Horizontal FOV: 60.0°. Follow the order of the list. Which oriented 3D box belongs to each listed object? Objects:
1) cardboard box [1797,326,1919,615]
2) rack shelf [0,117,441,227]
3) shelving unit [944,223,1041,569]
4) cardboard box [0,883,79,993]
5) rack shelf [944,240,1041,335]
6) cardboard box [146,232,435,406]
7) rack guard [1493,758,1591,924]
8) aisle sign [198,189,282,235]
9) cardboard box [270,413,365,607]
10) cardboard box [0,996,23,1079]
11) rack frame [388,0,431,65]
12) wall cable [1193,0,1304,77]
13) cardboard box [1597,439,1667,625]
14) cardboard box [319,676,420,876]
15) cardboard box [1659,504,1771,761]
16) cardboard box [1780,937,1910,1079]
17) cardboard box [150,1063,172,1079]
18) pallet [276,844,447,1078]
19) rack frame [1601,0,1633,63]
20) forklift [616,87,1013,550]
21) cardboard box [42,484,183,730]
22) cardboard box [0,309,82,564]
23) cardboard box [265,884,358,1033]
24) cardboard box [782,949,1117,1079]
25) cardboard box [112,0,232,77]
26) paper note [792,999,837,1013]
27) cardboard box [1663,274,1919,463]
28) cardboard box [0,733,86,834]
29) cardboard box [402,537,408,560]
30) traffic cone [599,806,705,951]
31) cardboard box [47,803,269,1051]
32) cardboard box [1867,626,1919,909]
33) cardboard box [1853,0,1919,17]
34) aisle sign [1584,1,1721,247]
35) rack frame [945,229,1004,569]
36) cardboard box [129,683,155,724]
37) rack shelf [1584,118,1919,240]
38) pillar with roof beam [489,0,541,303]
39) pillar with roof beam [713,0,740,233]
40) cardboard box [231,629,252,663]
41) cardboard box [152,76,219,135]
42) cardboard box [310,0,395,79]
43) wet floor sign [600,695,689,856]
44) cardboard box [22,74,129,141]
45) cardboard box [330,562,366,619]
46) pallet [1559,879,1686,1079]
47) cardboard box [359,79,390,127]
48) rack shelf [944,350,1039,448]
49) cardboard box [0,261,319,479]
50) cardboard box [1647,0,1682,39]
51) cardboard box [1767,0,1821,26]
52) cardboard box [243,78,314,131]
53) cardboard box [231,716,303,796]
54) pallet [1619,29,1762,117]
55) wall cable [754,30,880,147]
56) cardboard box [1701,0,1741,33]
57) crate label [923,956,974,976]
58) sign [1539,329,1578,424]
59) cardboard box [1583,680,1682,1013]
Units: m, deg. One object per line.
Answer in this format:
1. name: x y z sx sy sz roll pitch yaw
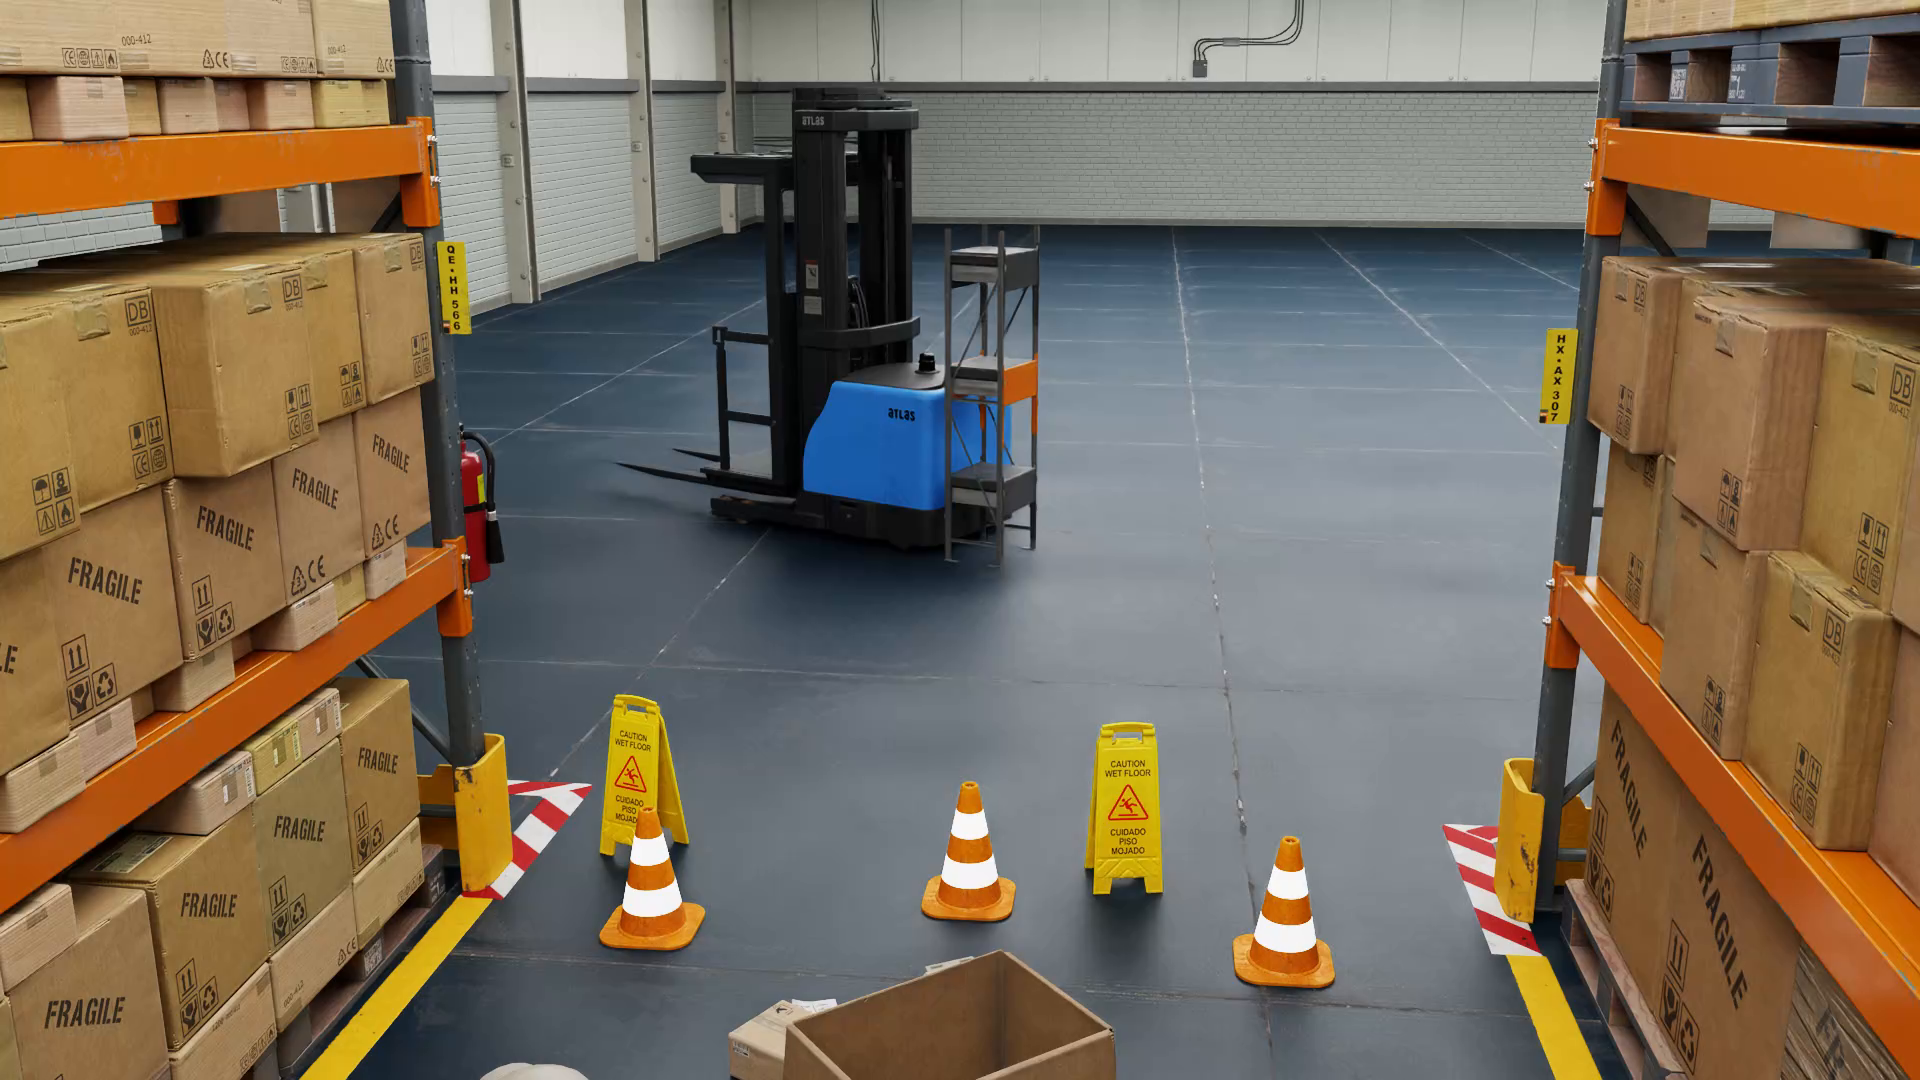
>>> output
1. cardboard box: 2.409 -0.153 3.627 0.875 0.550 0.500 2 15 6
2. rack shelf: -2.567 -0.784 3.947 1.077 0.370 4.000 2 15 6
3. shelving unit: 0.202 -0.911 10.509 0.431 2.100 0.503 8 17 27
4. cardboard box: -2.300 0.906 3.850 0.380 0.149 0.250 3 15 9
5. rack shelf: 0.202 -1.574 10.330 0.431 0.518 0.480 8 17 27
6. cardboard box: -2.182 -0.738 5.467 0.700 0.500 0.500 1 15 5
7. rack guard: 2.592 1.118 6.071 1.175 0.500 0.348 2 15 6
8. aisle sign: -2.642 -1.482 5.917 0.394 0.787 0.004 2 15 6
9. cardboard box: -2.189 -0.115 5.081 0.500 0.500 0.500 2 15 6
10. cardboard box: -2.409 1.314 3.584 0.500 0.500 0.500 2 15 9
11. rack frame: -2.341 -3.098 5.380 1.000 3.000 0.127 2 15 6
12. wall cable: 6.215 -12.953 35.311 2.305 6.003 0.169 2 15 6
13. cardboard box: 2.592 -0.057 5.341 0.875 0.550 0.550 2 15 6
14. cardboard box: -2.172 0.776 5.573 0.500 0.500 0.500 2 15 7
15. cardboard box: 2.364 0.227 4.287 0.875 0.550 0.550 2 15 6
16. cardboard box: 2.376 1.383 3.568 0.875 0.875 0.875 2 15 7
17. cardboard box: -2.351 1.538 4.190 0.500 0.250 0.500 1 15 6
18. pallet: -2.476 1.373 5.679 1.003 0.211 1.213 2 15 6
19. rack frame: 2.589 -2.979 4.938 1.000 3.000 0.127 2 15 6
20. forklift: -1.139 -1.626 11.561 3.031 2.935 1.130 10 18 33
21. cardboard box: -2.325 0.145 4.118 0.500 0.500 0.500 2 15 7
22. cardboard box: -2.364 -0.208 3.509 0.700 0.500 0.500 1 15 5
23. cardboard box: -2.231 1.274 5.167 0.500 0.250 0.500 2 15 6
24. cardboard box: -0.024 1.533 4.529 0.797 0.503 0.637 -10 18 -32
25. cardboard box: -2.243 -1.316 4.252 0.500 0.250 0.500 2 15 8
26. paper note: -0.470 1.535 5.427 0.148 0.019 0.142 -4 16 -13
27. cardboard box: 2.538 -0.436 4.671 0.875 0.550 0.550 2 15 6
28. cardboard box: -2.284 0.553 3.853 0.380 0.149 0.250 2 15 7
29. cardboard box: -2.171 0.022 5.814 0.380 0.149 0.250 2 15 8
30. traffic cone: -1.108 1.172 5.942 0.336 0.463 0.334 2 15 6
31. cardboard box: -2.292 1.042 4.589 0.500 0.500 0.500 1 15 5
32. cardboard box: 2.385 0.506 3.255 0.875 0.550 0.550 2 15 6
33. cardboard box: 2.032 -1.123 3.306 0.380 0.149 0.250 2 15 6
34. aisle sign: 2.299 -1.365 5.483 0.394 0.787 0.004 2 15 6
35. rack frame: 0.086 -0.855 10.302 0.400 2.100 0.015 8 17 27
36. cardboard box: -2.362 0.418 4.350 0.380 0.149 0.250 2 15 6
37. rack shelf: 2.363 -0.665 3.505 1.077 0.370 4.000 2 15 6
38. pillar with roof beam: -1.939 -7.631 22.144 9.100 9.000 0.400 2 15 6
39. pillar with roof beam: -0.585 -10.743 33.654 9.100 9.000 0.400 2 15 6
40. cardboard box: -2.307 0.287 4.835 0.380 0.149 0.250 2 15 7
41. cardboard box: -2.238 -1.165 4.459 0.380 0.149 0.250 2 15 6
42. cardboard box: -2.131 -1.581 5.232 0.500 0.250 0.500 2 15 6
43. wet floor sign: -1.256 0.917 6.536 0.267 0.644 0.232 7 17 25
44. cardboard box: -2.232 -1.029 3.954 0.380 0.149 0.250 2 15 6
45. cardboard box: -2.139 0.157 5.316 0.380 0.149 0.250 1 15 5
46. pallet: 2.576 1.473 5.310 1.003 0.211 1.213 2 15 6
47. cardboard box: -2.103 -1.428 5.432 0.380 0.149 0.250 2 15 7
48. rack shelf: 0.202 -0.898 10.513 0.431 0.518 0.480 8 17 27
49. cardboard box: -2.202 -0.471 4.482 0.700 0.500 0.500 2 15 6
50. cardboard box: 2.204 -1.515 4.756 0.380 0.149 0.250 2 15 7
51. cardboard box: 2.089 -1.254 3.790 0.380 0.149 0.250 2 15 6
52. cardboard box: -2.163 -1.295 4.939 0.380 0.149 0.250 2 15 8
53. cardboard box: -2.178 0.625 4.888 0.380 0.149 0.250 2 15 7
54. pallet: 2.516 -1.295 4.629 1.003 0.211 1.213 2 15 6
55. wall cable: -3.216 -10.096 37.210 3.097 2.526 0.112 2 15 6
56. cardboard box: 2.147 -1.384 4.273 0.380 0.149 0.250 2 15 7
57. crate label: 0.007 1.479 5.429 0.250 0.136 0.298 -6 16 -23
58. sign: 2.038 -0.557 5.664 0.100 0.325 0.005 2 15 6
59. cardboard box: 2.578 0.918 5.286 0.875 0.875 0.875 2 15 7
